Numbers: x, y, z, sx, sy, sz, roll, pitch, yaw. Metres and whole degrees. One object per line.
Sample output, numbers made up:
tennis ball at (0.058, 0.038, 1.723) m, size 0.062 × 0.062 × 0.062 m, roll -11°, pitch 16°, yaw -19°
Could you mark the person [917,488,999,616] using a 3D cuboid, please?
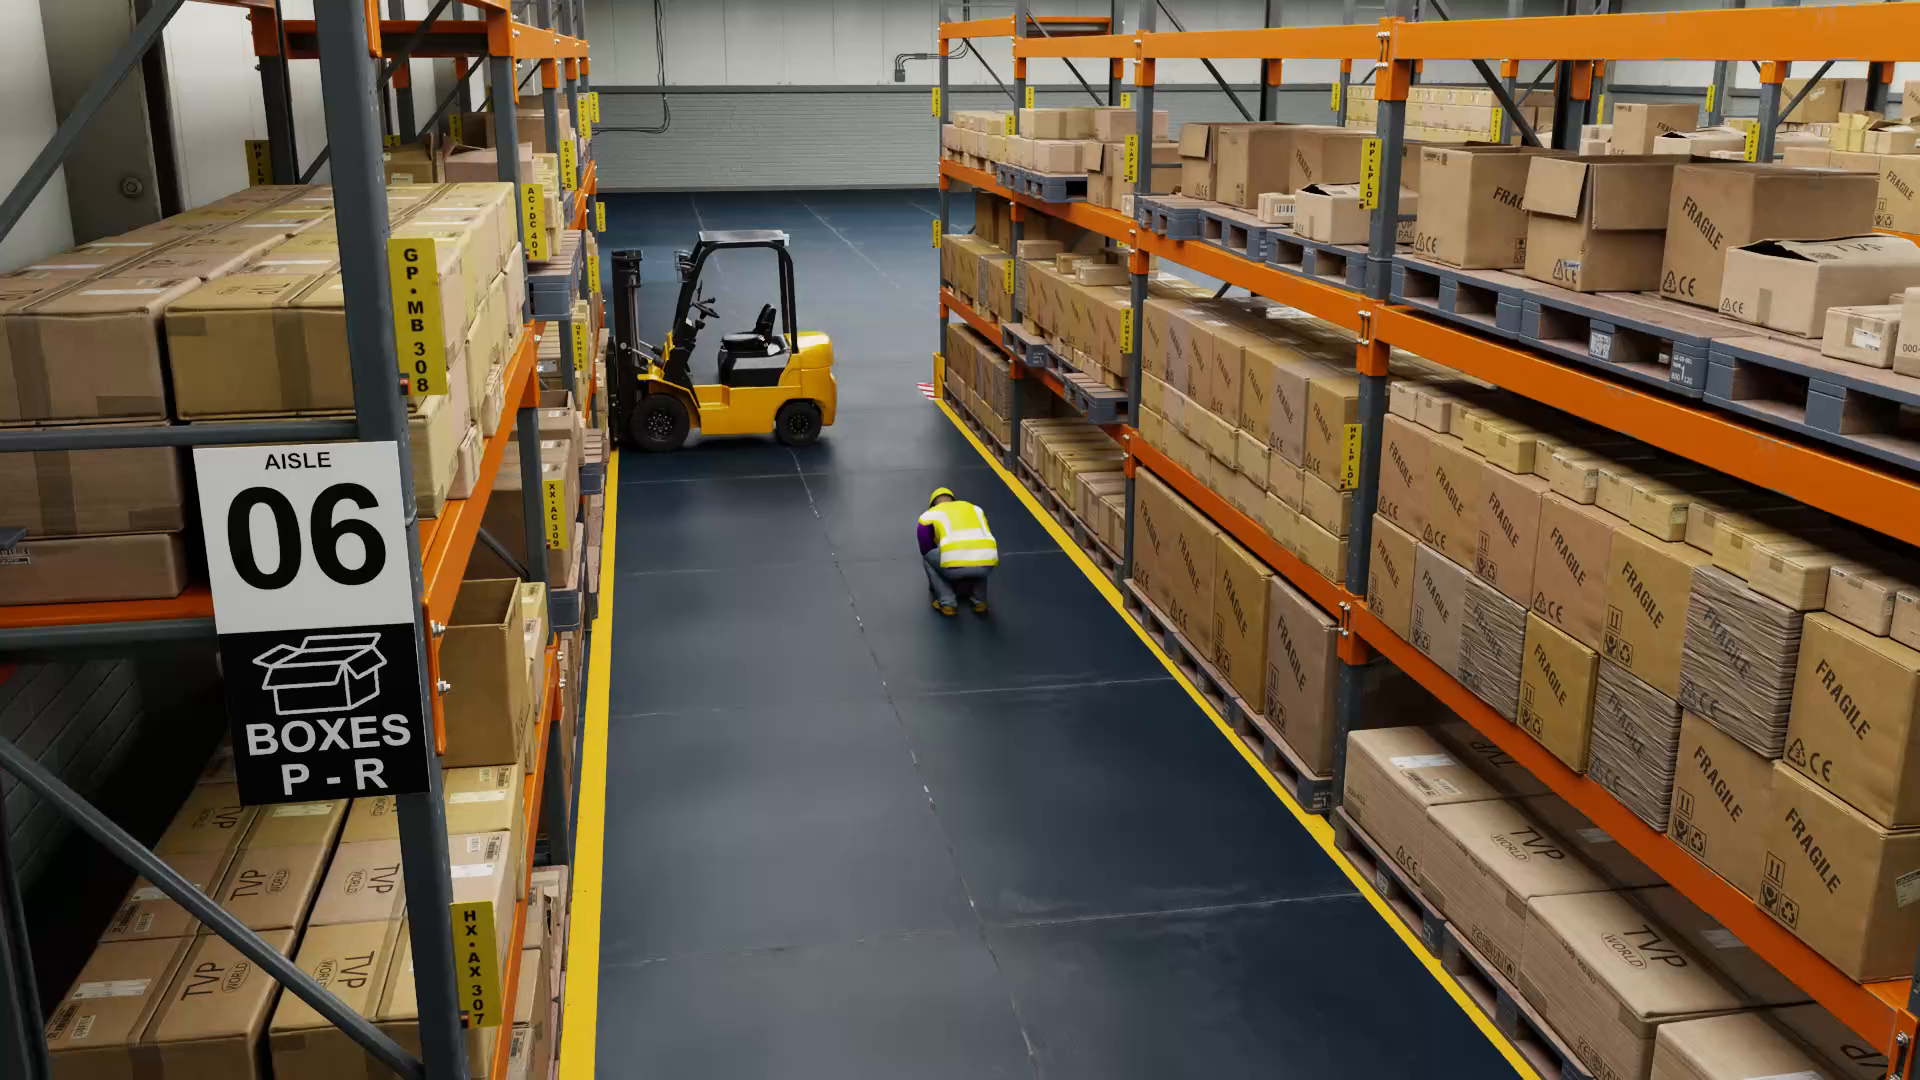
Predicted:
person at (-0.037, 0.129, 12.417) m, size 0.534 × 0.889 × 0.933 m, roll -3°, pitch 17°, yaw -11°
